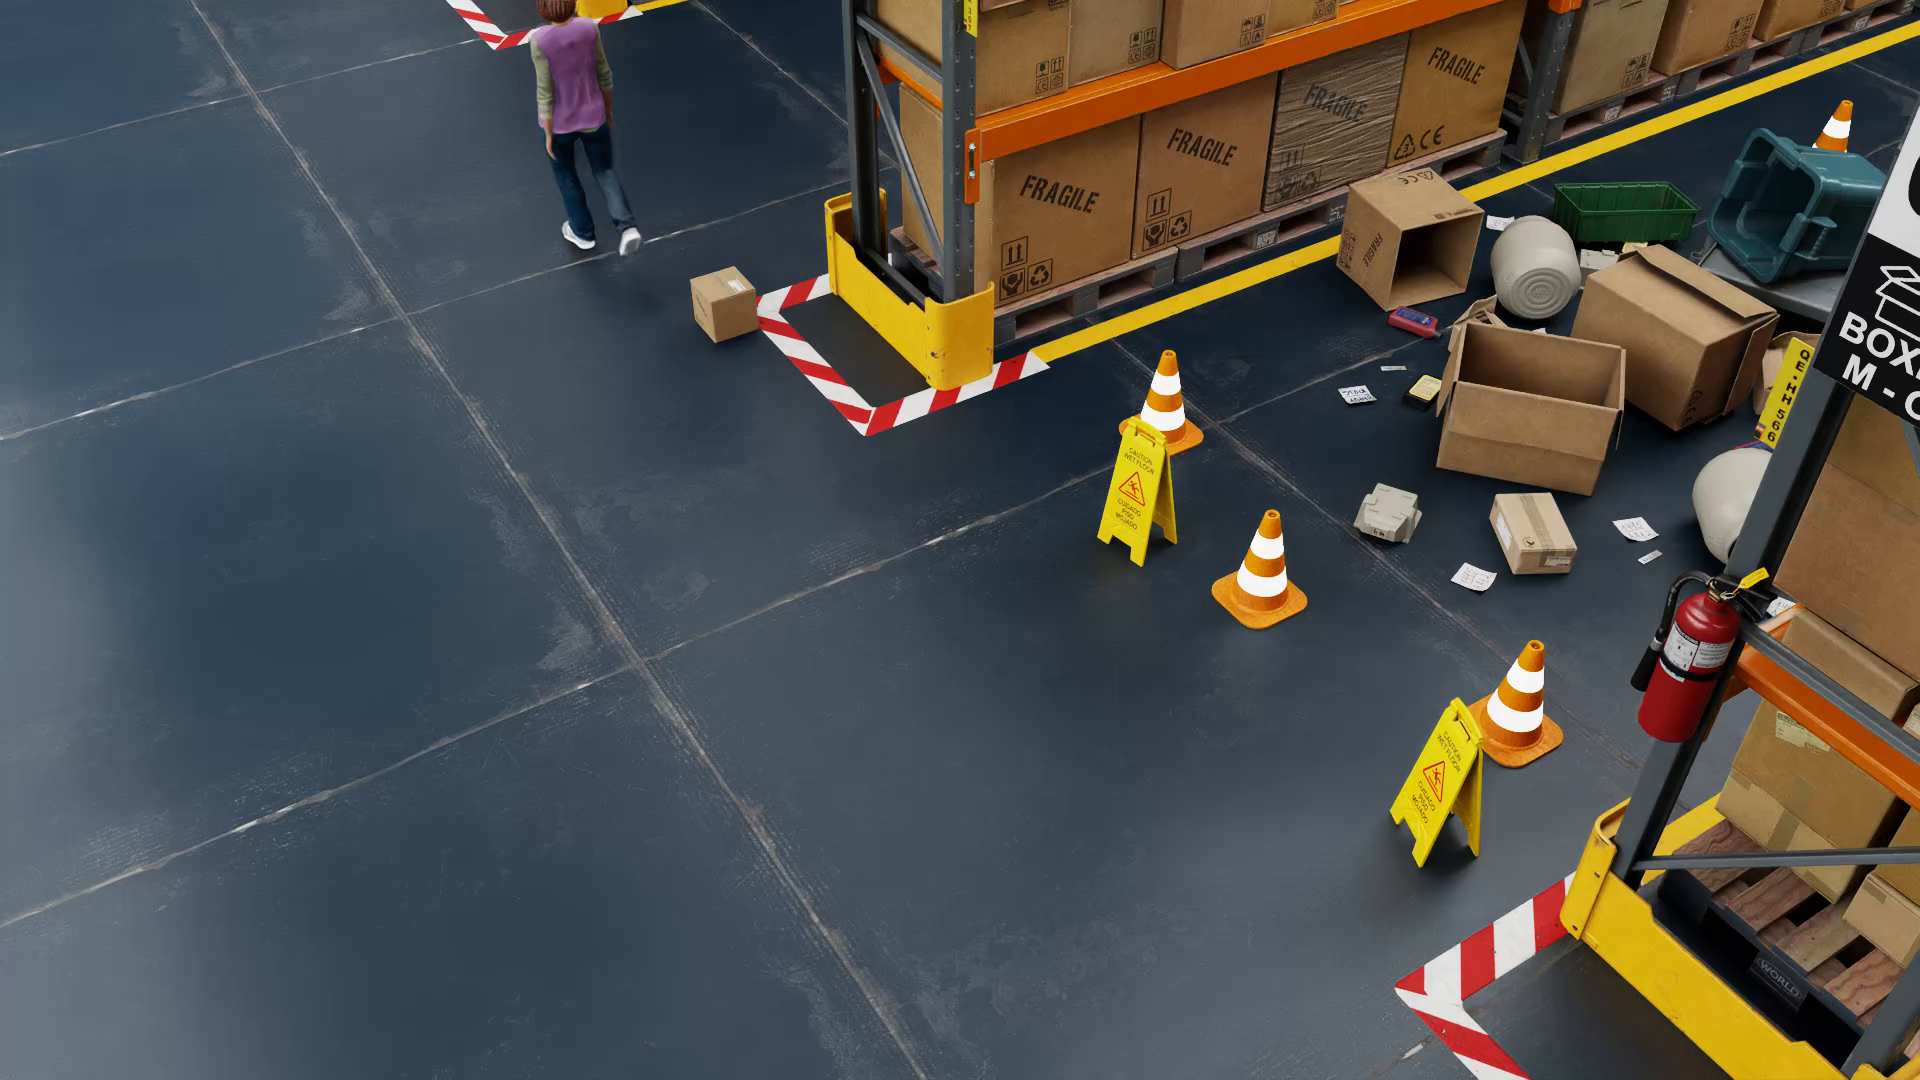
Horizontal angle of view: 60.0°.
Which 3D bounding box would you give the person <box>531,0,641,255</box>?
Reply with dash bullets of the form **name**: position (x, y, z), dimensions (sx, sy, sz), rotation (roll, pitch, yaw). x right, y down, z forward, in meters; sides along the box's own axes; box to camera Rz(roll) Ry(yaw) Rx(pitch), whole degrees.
- **person**: position (-1.955, -2.148, 8.587), dimensions (0.416, 1.570, 0.719), rotation (-22, 46, -23)
